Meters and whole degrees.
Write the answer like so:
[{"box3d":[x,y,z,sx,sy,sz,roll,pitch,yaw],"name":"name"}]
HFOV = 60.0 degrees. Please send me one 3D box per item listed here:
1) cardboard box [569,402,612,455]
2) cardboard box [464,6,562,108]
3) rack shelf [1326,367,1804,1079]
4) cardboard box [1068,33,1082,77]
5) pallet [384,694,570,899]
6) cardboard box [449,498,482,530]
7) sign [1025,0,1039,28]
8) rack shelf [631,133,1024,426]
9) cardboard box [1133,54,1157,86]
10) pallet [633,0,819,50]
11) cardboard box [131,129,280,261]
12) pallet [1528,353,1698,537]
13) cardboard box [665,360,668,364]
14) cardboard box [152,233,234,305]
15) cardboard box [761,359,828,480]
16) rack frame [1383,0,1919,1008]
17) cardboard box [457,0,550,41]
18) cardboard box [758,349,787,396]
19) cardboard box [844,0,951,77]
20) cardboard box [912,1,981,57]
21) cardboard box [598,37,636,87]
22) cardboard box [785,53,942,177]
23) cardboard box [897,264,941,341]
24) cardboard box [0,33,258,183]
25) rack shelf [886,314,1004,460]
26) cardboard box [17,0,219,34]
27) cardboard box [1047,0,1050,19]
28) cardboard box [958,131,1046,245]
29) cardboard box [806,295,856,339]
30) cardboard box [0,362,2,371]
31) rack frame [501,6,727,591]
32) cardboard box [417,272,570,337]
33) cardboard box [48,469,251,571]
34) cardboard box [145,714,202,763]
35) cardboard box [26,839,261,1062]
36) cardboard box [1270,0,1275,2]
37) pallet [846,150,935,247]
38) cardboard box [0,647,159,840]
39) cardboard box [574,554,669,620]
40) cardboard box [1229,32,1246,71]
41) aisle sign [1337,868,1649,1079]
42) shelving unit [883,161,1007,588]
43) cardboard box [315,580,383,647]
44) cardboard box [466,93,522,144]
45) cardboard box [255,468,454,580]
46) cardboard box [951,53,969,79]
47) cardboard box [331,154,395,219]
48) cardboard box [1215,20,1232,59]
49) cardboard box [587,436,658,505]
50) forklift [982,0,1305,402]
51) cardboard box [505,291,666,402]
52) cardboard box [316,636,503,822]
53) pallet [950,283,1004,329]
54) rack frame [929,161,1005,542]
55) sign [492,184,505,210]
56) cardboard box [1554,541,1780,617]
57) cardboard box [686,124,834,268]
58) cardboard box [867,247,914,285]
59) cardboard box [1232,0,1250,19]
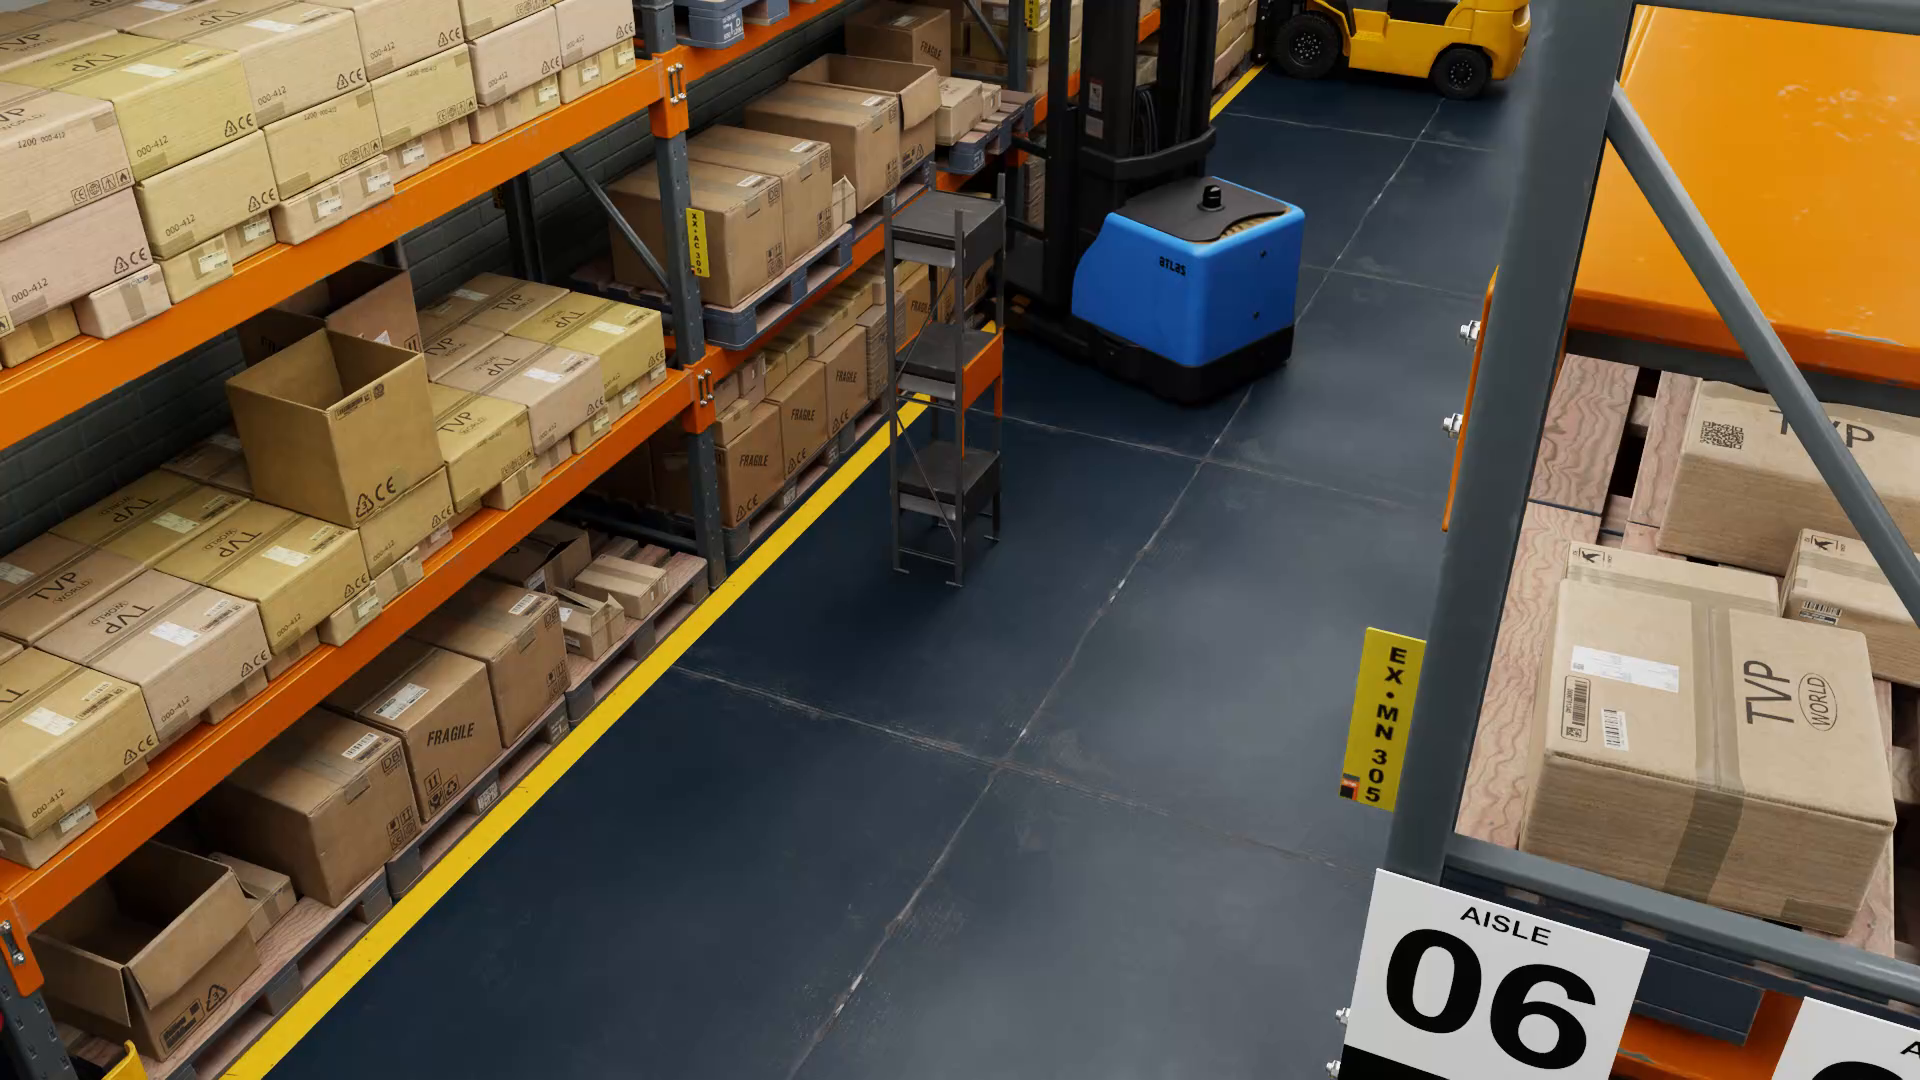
[{"box3d":[-1.792,-0.540,7.436,0.380,0.149,0.250,15,36,22],"name":"cardboard box"},{"box3d":[-1.894,-1.888,6.393,0.500,0.250,0.500,13,35,19],"name":"cardboard box"},{"box3d":[1.962,0.048,4.230,1.077,0.370,4.000,14,36,20],"name":"rack shelf"},{"box3d":[0.584,-3.475,11.820,0.500,0.250,0.500,13,36,19],"name":"cardboard box"},{"box3d":[-2.509,0.986,7.422,1.003,0.211,1.213,14,36,20],"name":"pallet"},{"box3d":[-2.217,-0.179,6.885,0.380,0.149,0.250,15,36,21],"name":"cardboard box"},{"box3d":[0.459,-3.455,10.668,0.100,0.325,0.005,14,36,20],"name":"sign"},{"box3d":[-0.875,-1.827,9.825,1.077,0.370,4.000,14,36,20],"name":"rack shelf"},{"box3d":[1.096,-3.651,13.734,0.875,0.625,0.625,14,36,20],"name":"cardboard box"},{"box3d":[-1.375,-2.616,7.808,1.213,0.211,1.003,14,36,20],"name":"pallet"},{"box3d":[-2.532,-1.123,5.226,0.500,0.250,0.500,13,35,19],"name":"cardboard box"},{"box3d":[1.935,-0.201,4.035,1.003,0.211,1.213,14,36,20],"name":"pallet"},{"box3d":[-1.714,-0.915,9.083,0.380,0.149,0.250,14,36,21],"name":"cardboard box"},{"box3d":[-2.531,-0.887,5.229,0.380,0.149,0.250,14,36,20],"name":"cardboard box"},{"box3d":[-1.091,-0.718,9.375,0.500,0.500,0.500,14,36,20],"name":"cardboard box"},{"box3d":[1.125,-0.511,1.691,1.000,3.000,0.127,14,36,20],"name":"rack frame"},{"box3d":[-1.908,-2.095,6.252,0.500,0.250,0.500,14,36,20],"name":"cardboard box"},{"box3d":[-1.177,-0.937,9.117,0.380,0.149,0.250,12,35,18],"name":"cardboard box"},{"box3d":[-0.395,-3.121,10.668,0.500,0.500,0.500,16,36,23],"name":"cardboard box"},{"box3d":[-0.103,-3.557,11.489,0.500,0.250,0.500,15,36,22],"name":"cardboard box"},{"box3d":[-1.594,-2.034,6.978,0.380,0.149,0.250,14,36,20],"name":"cardboard box"},{"box3d":[-0.553,-2.487,9.699,0.797,0.503,0.637,13,36,19],"name":"cardboard box"},{"box3d":[-0.455,-1.486,10.546,0.500,0.500,0.500,16,36,23],"name":"cardboard box"},{"box3d":[-2.544,-1.330,5.085,0.500,0.250,0.500,14,36,20],"name":"cardboard box"},{"box3d":[-0.069,-0.784,8.424,0.431,0.518,0.480,14,36,20],"name":"rack shelf"},{"box3d":[-2.794,-1.711,5.666,0.500,0.250,0.500,14,36,20],"name":"cardboard box"},{"box3d":[0.473,-3.661,11.284,0.380,0.149,0.250,15,36,22],"name":"cardboard box"},{"box3d":[0.235,-2.614,12.152,0.875,0.625,0.625,15,36,22],"name":"cardboard box"},{"box3d":[-0.830,-1.315,9.694,0.380,0.149,0.250,15,36,22],"name":"cardboard box"},{"box3d":[-2.955,-0.531,4.686,0.380,0.149,0.250,15,36,21],"name":"cardboard box"},{"box3d":[-1.712,-1.131,8.108,1.000,3.000,0.127,14,36,20],"name":"rack frame"},{"box3d":[-2.164,-1.008,7.786,0.500,0.250,0.500,14,36,20],"name":"cardboard box"},{"box3d":[-3.005,0.007,6.238,0.500,0.250,0.500,15,36,22],"name":"cardboard box"},{"box3d":[-2.856,0.589,5.714,0.380,0.149,0.250,14,36,20],"name":"cardboard box"},{"box3d":[-3.043,1.446,6.071,0.797,0.503,0.637,13,35,19],"name":"cardboard box"},{"box3d":[2.760,-5.271,16.090,0.500,0.250,0.500,14,36,20],"name":"cardboard box"},{"box3d":[-0.847,-2.074,9.721,1.003,0.211,1.213,14,36,20],"name":"pallet"},{"box3d":[-2.951,0.635,5.280,0.500,0.250,0.500,14,36,21],"name":"cardboard box"},{"box3d":[-1.678,0.230,8.249,0.380,0.149,0.250,13,35,19],"name":"cardboard box"},{"box3d":[2.337,-4.563,15.466,0.500,0.250,0.500,13,36,19],"name":"cardboard box"},{"box3d":[0.813,0.875,2.677,0.394,0.787,0.004,14,36,20],"name":"aisle sign"},{"box3d":[-0.069,-0.796,8.417,0.431,2.100,0.503,14,36,20],"name":"shelving unit"},{"box3d":[-2.414,0.235,6.254,0.380,0.149,0.250,13,35,19],"name":"cardboard box"},{"box3d":[-1.926,-1.660,6.408,0.380,0.149,0.250,14,36,20],"name":"cardboard box"},{"box3d":[-2.336,-0.129,6.445,0.500,0.250,0.500,13,36,19],"name":"cardboard box"},{"box3d":[-0.082,-3.343,11.619,0.500,0.250,0.500,13,36,19],"name":"cardboard box"},{"box3d":[-2.211,-1.260,5.799,0.380,0.149,0.250,15,36,21],"name":"cardboard box"},{"box3d":[2.118,-4.521,14.946,0.500,0.250,0.500,14,36,20],"name":"cardboard box"},{"box3d":[-1.775,-0.574,9.155,0.500,0.500,0.500,14,36,20],"name":"cardboard box"},{"box3d":[0.807,-2.809,10.729,1.130,2.935,3.031,-26,41,-34],"name":"forklift"},{"box3d":[-1.703,-0.884,7.596,0.500,0.250,0.500,15,36,22],"name":"cardboard box"},{"box3d":[-2.338,0.790,7.074,0.500,0.500,0.500,15,36,21],"name":"cardboard box"},{"box3d":[-0.385,-1.594,11.357,1.003,0.211,1.213,14,36,20],"name":"pallet"},{"box3d":[0.033,-0.917,8.602,0.400,2.100,0.015,14,36,20],"name":"rack frame"},{"box3d":[-2.217,-1.741,7.982,0.100,0.325,0.005,14,36,20],"name":"sign"},{"box3d":[1.334,0.159,3.160,0.380,0.149,0.250,11,35,17],"name":"cardboard box"},{"box3d":[-1.089,-1.796,8.648,0.700,0.500,0.500,15,36,21],"name":"cardboard box"},{"box3d":[-0.506,-1.712,10.298,0.380,0.149,0.250,14,36,20],"name":"cardboard box"},{"box3d":[2.346,-4.981,15.192,0.500,0.250,0.500,14,36,21],"name":"cardboard box"}]
